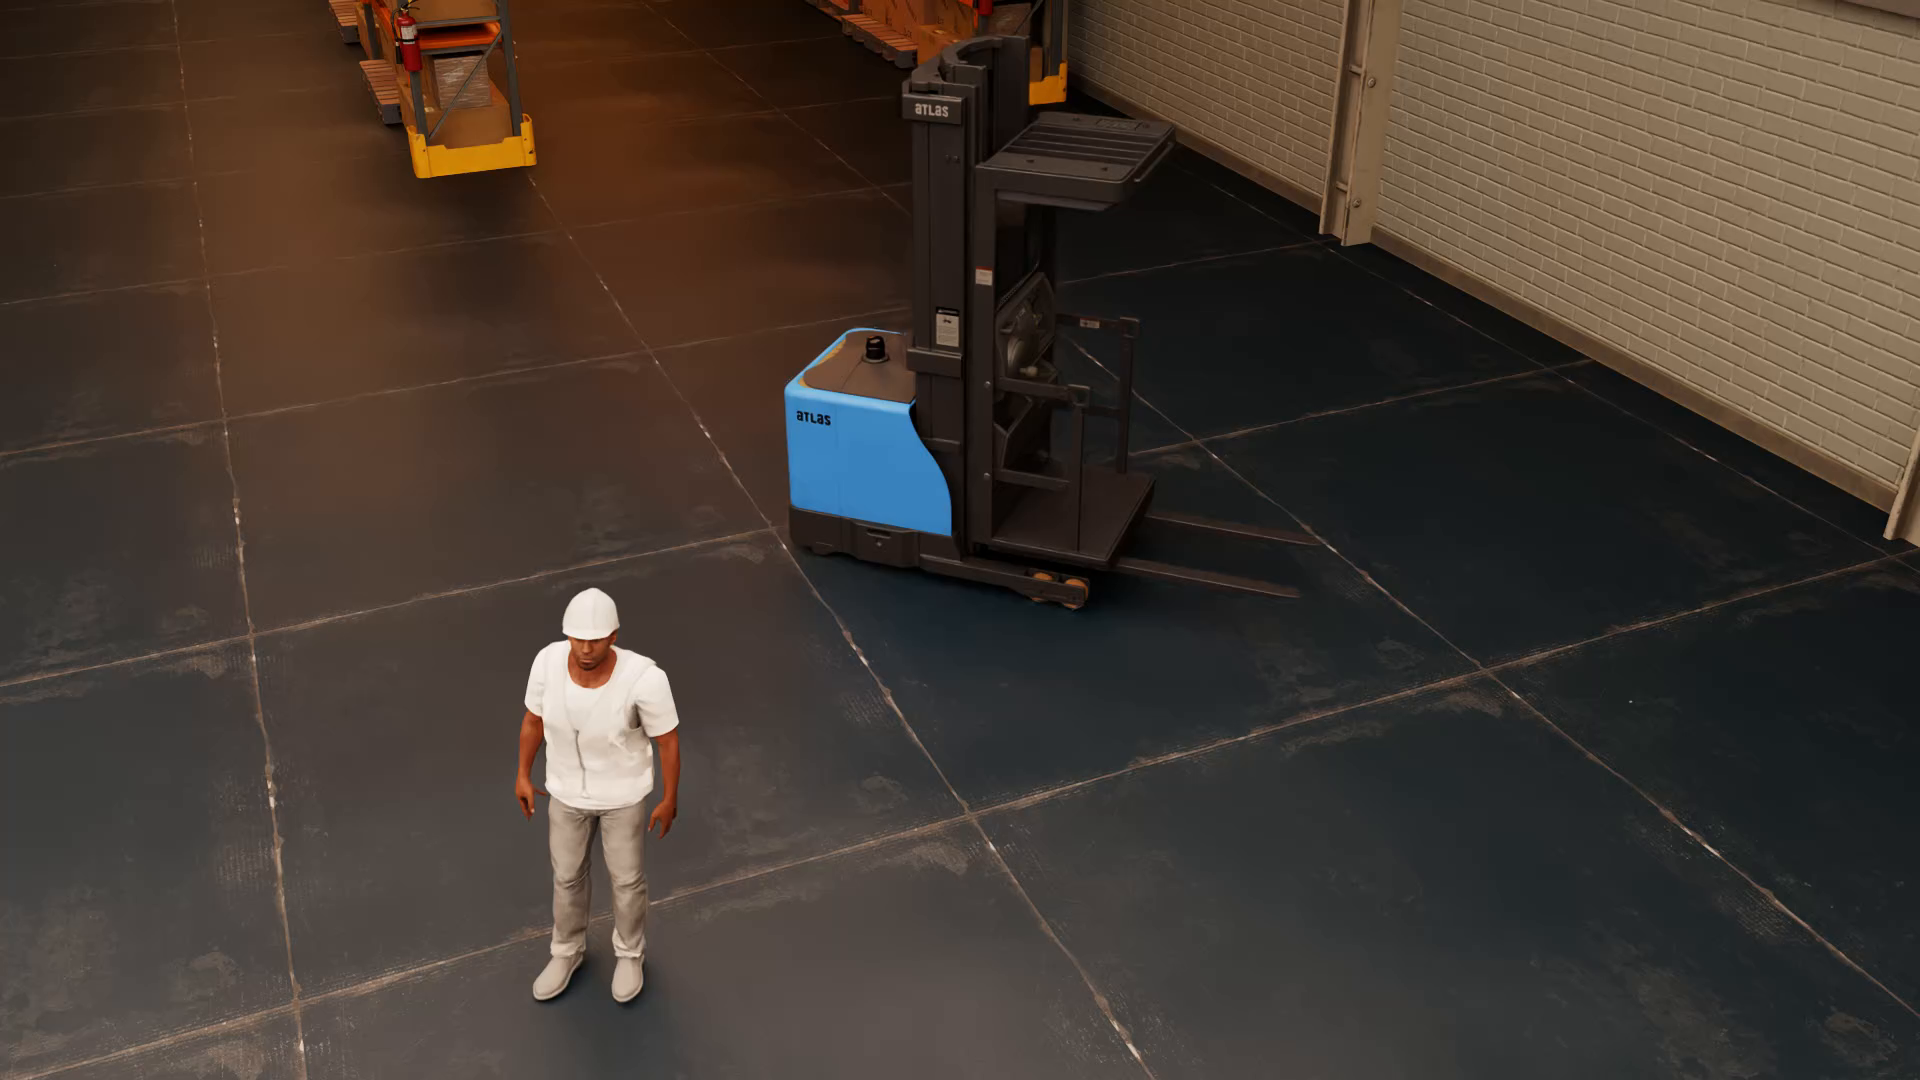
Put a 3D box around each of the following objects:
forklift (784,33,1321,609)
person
[{"bbox_3d":[0.553,-1.182,9.186,3.031,2.935,1.130,10,31,18],"label":"forklift"},{"bbox_3d":[-1.422,0.949,6.571,0.663,1.712,0.377,5,30,9],"label":"person"}]
